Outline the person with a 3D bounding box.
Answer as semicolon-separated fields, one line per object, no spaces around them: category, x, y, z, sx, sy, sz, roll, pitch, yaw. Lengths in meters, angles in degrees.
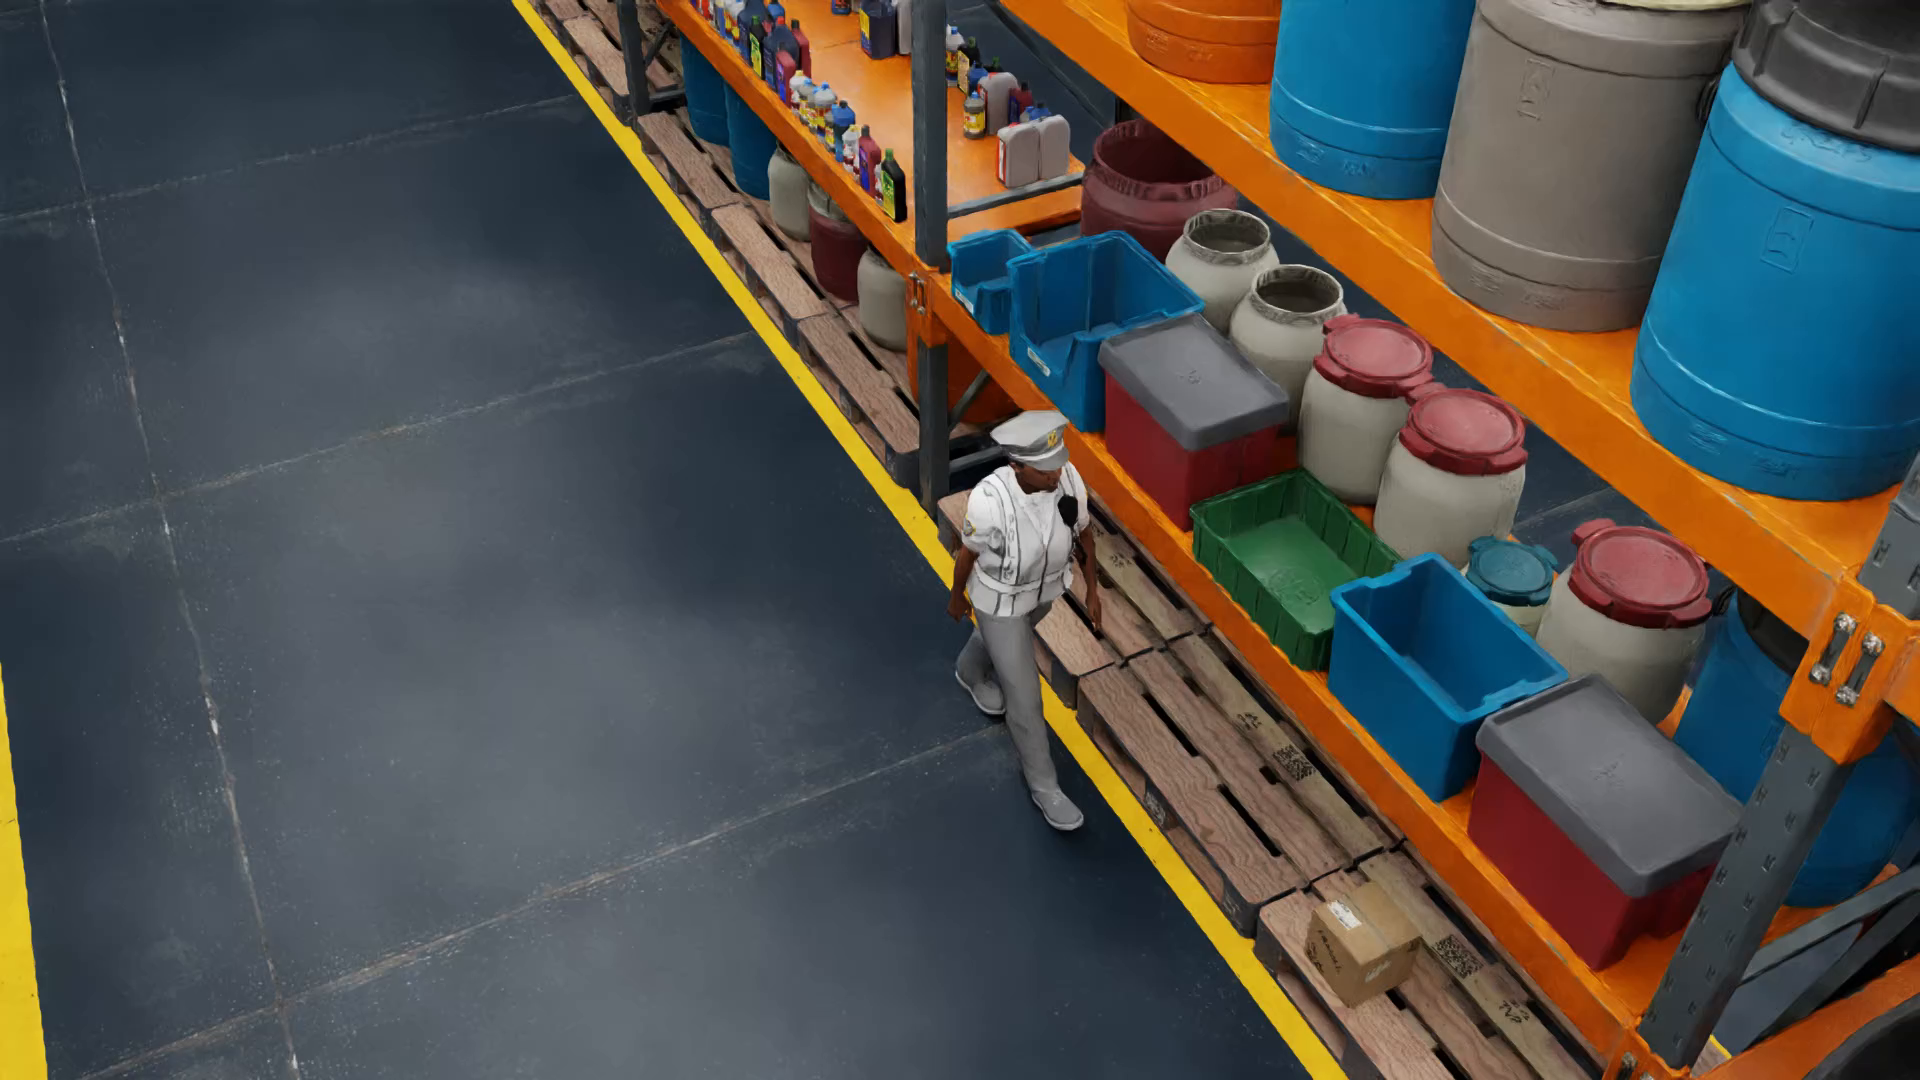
person;0.268;0.198;5.932;0.465;1.621;0.941;-25;47;-26
